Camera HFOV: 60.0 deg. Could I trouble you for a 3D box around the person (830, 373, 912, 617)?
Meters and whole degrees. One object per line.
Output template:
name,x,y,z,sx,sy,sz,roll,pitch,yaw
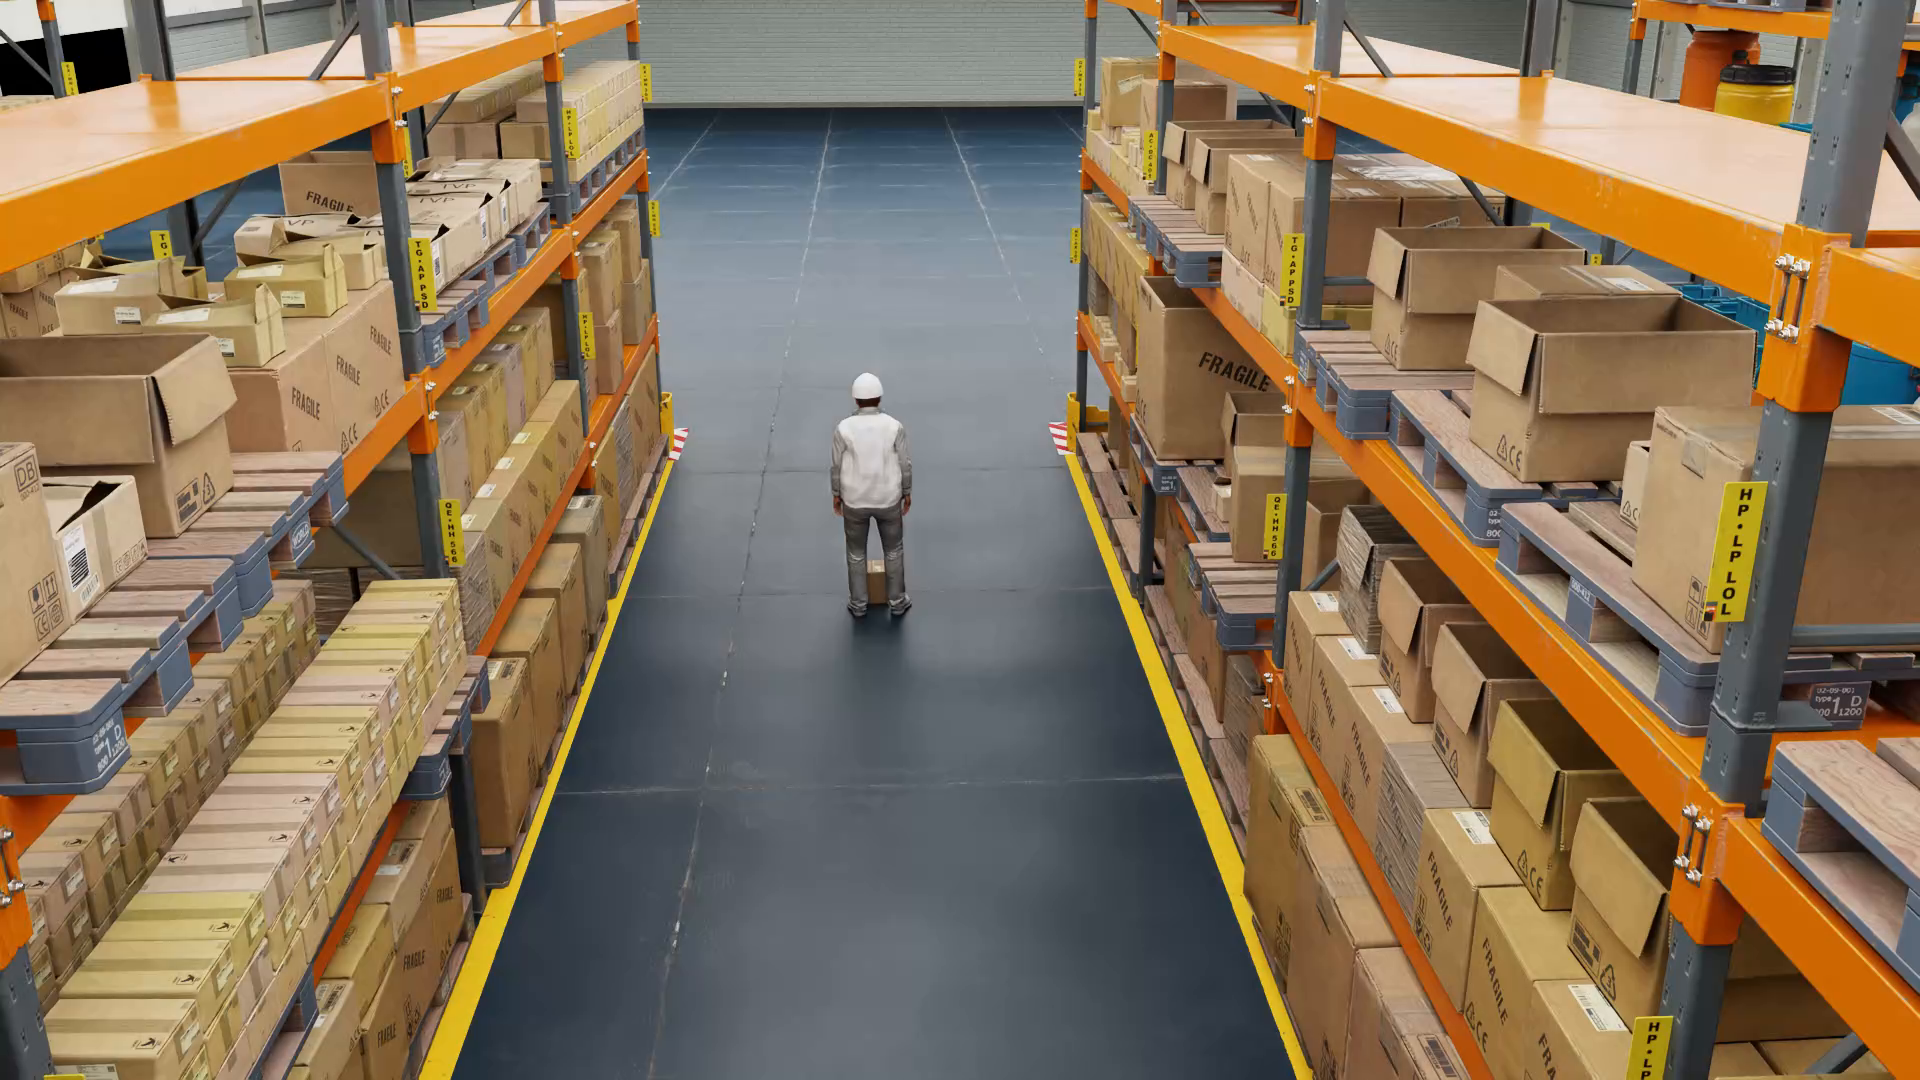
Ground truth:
person,-0.630,-0.313,11.885,0.580,1.772,0.460,-1,20,-3
